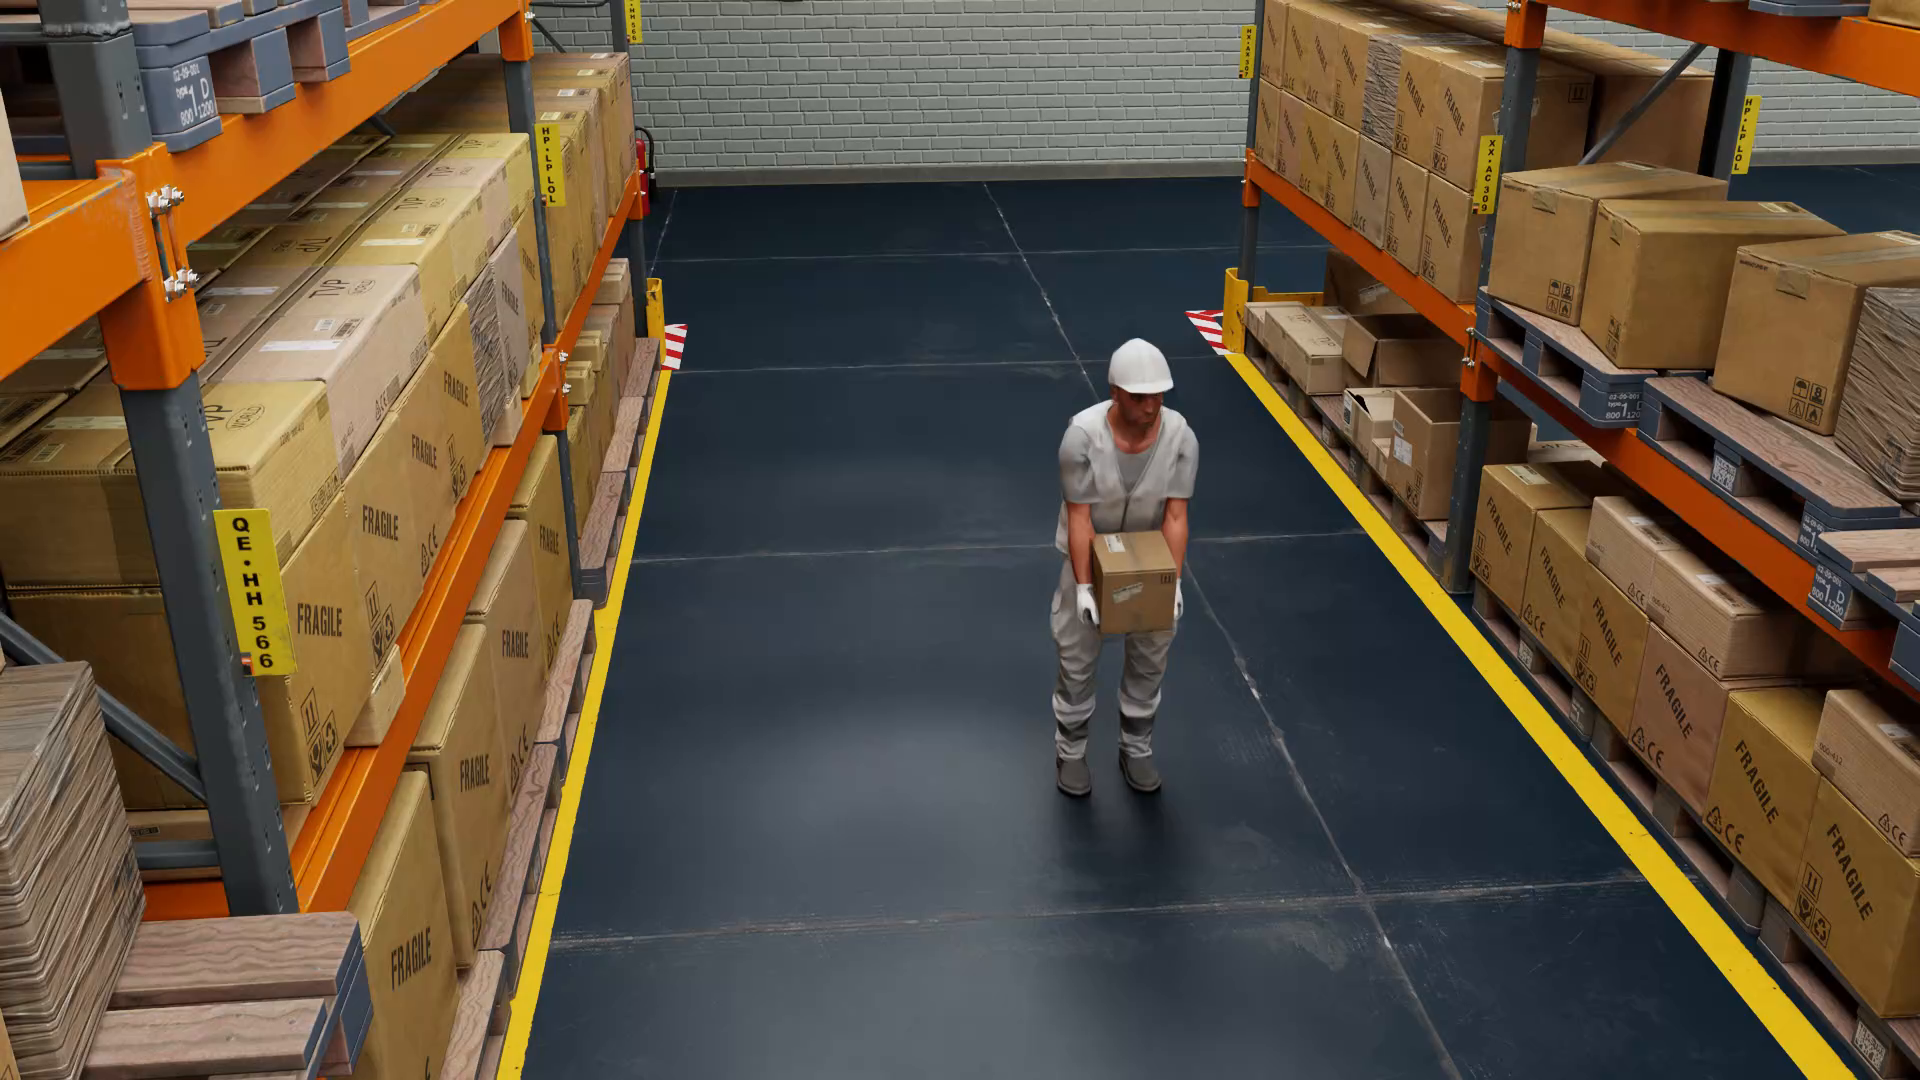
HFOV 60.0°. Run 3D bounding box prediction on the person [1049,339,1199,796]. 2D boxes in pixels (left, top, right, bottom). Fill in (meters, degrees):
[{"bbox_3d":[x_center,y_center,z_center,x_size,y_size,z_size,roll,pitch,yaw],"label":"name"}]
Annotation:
[{"bbox_3d":[0.575,0.119,5.847,0.489,1.745,0.592,-3,24,-6],"label":"person"}]
